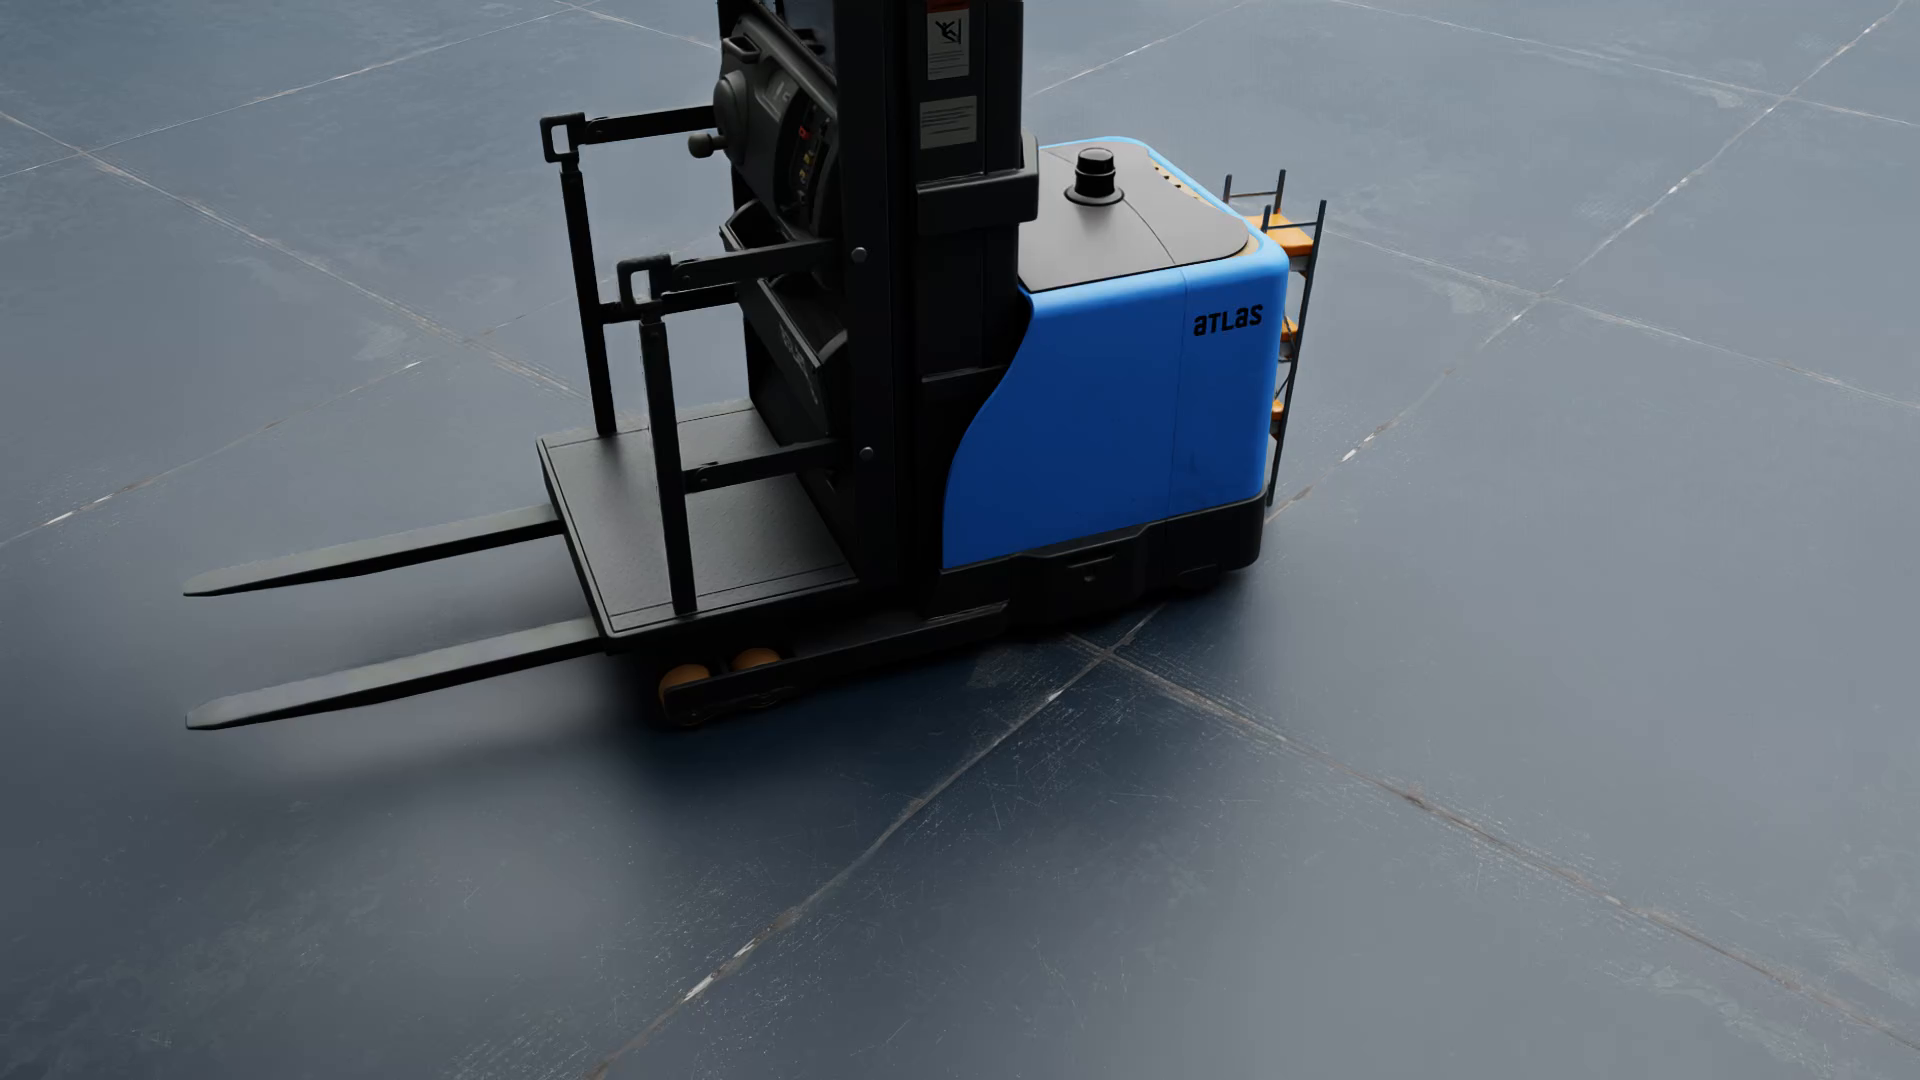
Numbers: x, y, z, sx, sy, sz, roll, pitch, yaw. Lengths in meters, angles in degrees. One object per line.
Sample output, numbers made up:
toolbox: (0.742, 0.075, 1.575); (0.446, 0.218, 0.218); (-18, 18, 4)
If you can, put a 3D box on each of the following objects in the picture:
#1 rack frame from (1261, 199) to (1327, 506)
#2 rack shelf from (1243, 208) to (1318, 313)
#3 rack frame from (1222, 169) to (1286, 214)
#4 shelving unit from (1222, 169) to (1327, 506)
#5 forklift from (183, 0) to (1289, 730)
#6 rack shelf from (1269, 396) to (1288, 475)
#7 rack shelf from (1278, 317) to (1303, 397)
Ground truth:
rack frame: (0.947, -0.539, 5.097); (0.200, 1.050, 0.008); (-9, 35, -18)
rack shelf: (0.919, -0.832, 5.042); (0.215, 0.259, 0.240); (-9, 35, -18)
rack frame: (0.865, -0.669, 5.287); (0.200, 1.050, 0.008); (-9, 35, -18)
shelving unit: (0.906, -0.604, 5.192); (0.215, 1.050, 0.252); (-9, 35, -18)
forklift: (-0.656, -1.044, 4.181); (3.031, 2.935, 1.130); (-13, 36, -18)
rack shelf: (0.892, -0.364, 5.351); (0.215, 0.259, 0.240); (-9, 35, -18)
rack shelf: (0.905, -0.595, 5.198); (0.215, 0.259, 0.240); (-9, 35, -18)
